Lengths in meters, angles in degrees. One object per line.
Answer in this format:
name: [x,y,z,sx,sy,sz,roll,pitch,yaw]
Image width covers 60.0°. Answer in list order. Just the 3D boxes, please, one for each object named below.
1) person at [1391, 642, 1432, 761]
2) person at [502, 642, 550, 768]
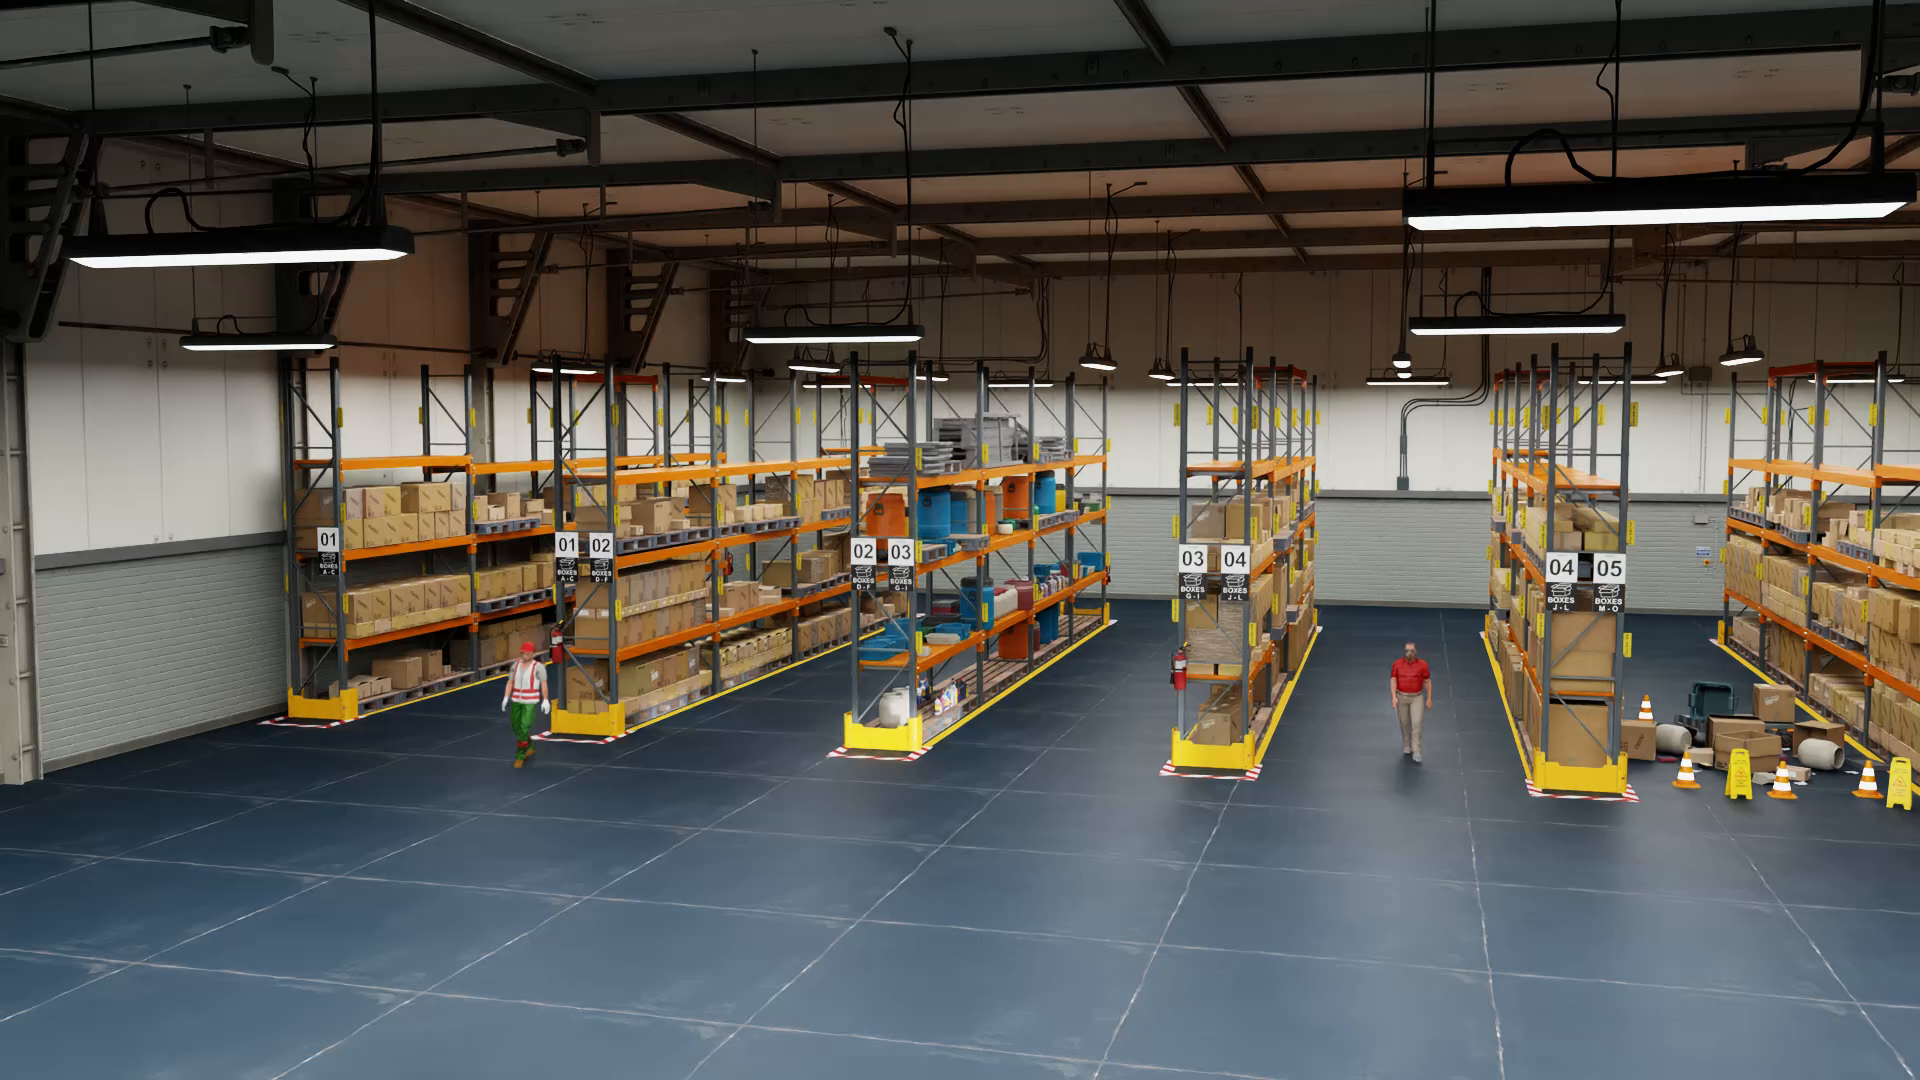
person: [6.594,2.344,24.390,0.578,1.682,0.951,2,5,26]
person: [-6.293,2.371,24.084,0.639,1.797,0.725,1,4,10]
